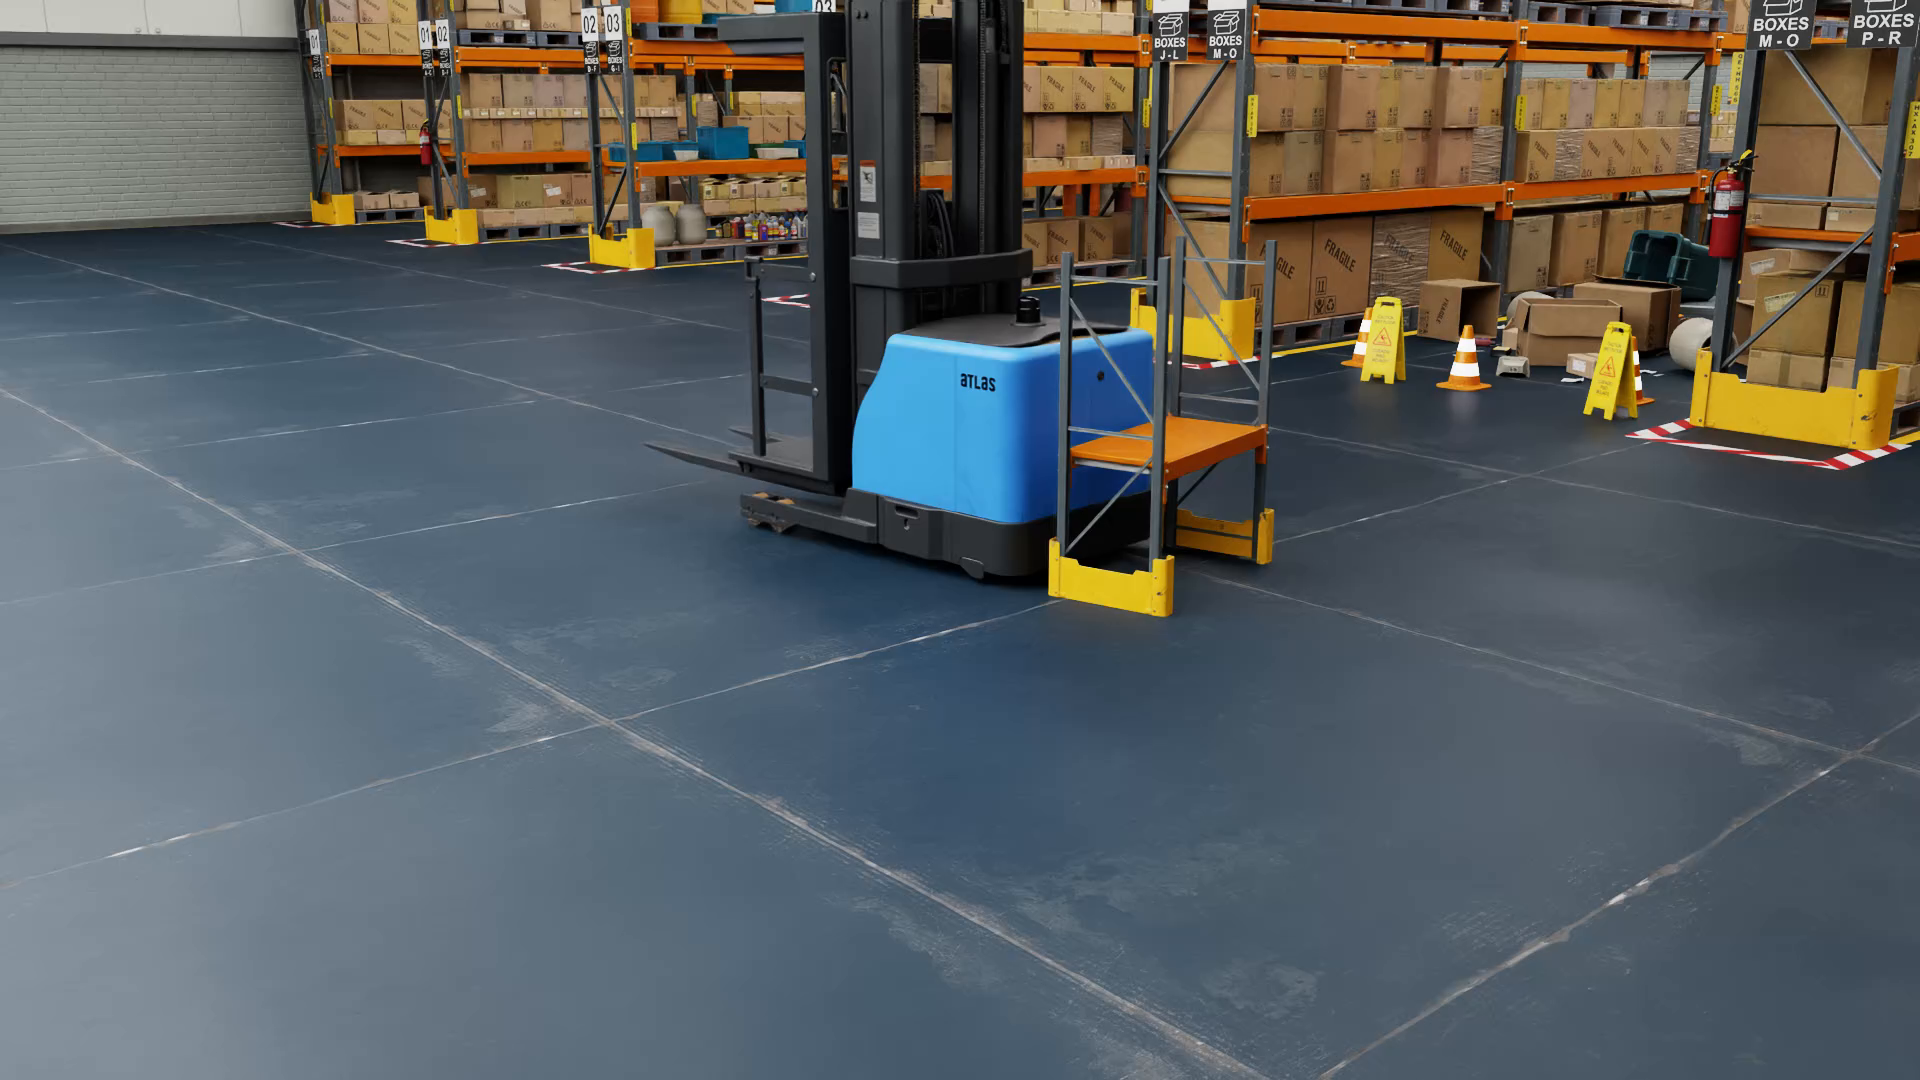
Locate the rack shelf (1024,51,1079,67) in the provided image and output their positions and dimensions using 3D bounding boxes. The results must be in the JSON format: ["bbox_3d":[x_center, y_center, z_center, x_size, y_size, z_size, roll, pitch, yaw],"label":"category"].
[{"bbox_3d":[0.094,-7.140,24.748,4.000,0.370,1.077,-13,19,-39],"label":"rack shelf"}]

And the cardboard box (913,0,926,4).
[{"bbox_3d":[-0.562,-5.653,17.308,0.250,0.149,0.380,-12,19,-38],"label":"cardboard box"}]

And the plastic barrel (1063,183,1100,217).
[{"bbox_3d":[1.961,-5.617,26.859,0.708,0.830,0.600,-13,19,-39],"label":"plastic barrel"}]

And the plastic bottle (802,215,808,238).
[{"bbox_3d":[-2.100,-4.380,23.114,0.185,0.351,0.144,-13,20,-40],"label":"plastic bottle"}]

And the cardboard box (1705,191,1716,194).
[{"bbox_3d":[9.533,-4.215,20.794,0.500,0.250,0.500,-12,19,-37],"label":"cardboard box"}]

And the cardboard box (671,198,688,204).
[{"bbox_3d":[-4.541,-5.665,28.161,0.500,0.250,0.500,-13,20,-40],"label":"cardboard box"}]

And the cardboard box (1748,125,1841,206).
[{"bbox_3d":[5.553,-2.466,10.898,0.500,0.500,0.500,-13,20,-40],"label":"cardboard box"}]

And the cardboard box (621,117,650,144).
[{"bbox_3d":[-5.388,-6.545,26.748,0.500,0.500,0.700,-13,20,-40],"label":"cardboard box"}]

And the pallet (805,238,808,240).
[{"bbox_3d":[-1.949,-4.246,23.738,1.213,0.211,1.003,-13,19,-39],"label":"pallet"}]

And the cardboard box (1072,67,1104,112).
[{"bbox_3d":[1.302,-5.195,19.180,0.500,0.500,0.500,-13,19,-39],"label":"cardboard box"}]

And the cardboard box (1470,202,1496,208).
[{"bbox_3d":[7.402,-5.154,25.037,0.875,0.875,1.225,-13,19,-39],"label":"cardboard box"}]

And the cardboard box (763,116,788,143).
[{"bbox_3d":[-3.298,-7.013,28.500,0.500,0.500,0.500,-13,19,-39],"label":"cardboard box"}]

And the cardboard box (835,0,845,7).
[{"bbox_3d":[-1.176,-5.734,17.612,0.250,0.149,0.380,-13,19,-39],"label":"cardboard box"}]

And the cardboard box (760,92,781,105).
[{"bbox_3d":[-3.984,-8.987,33.822,0.500,0.250,0.500,-13,20,-40],"label":"cardboard box"}]

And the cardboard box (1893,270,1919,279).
[{"bbox_3d":[6.524,-1.541,11.269,0.500,0.500,0.500,-14,20,-41],"label":"cardboard box"}]

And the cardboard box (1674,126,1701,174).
[{"bbox_3d":[7.870,-4.350,18.527,0.500,0.500,0.500,-13,19,-39],"label":"cardboard box"}]

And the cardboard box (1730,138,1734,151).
[{"bbox_3d":[8.910,-4.639,19.478,0.250,0.149,0.380,-11,19,-37],"label":"cardboard box"}]

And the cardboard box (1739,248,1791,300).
[{"bbox_3d":[7.151,-2.305,14.444,0.500,0.500,0.500,-13,19,-39],"label":"cardboard box"}]

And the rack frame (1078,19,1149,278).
[{"bbox_3d":[1.837,-4.735,20.164,0.127,3.000,1.000,-13,19,-39],"label":"rack frame"}]

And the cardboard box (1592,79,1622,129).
[{"bbox_3d":[6.537,-4.627,17.629,0.500,0.500,0.700,-13,20,-40],"label":"cardboard box"}]

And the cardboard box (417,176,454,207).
[{"bbox_3d":[-9.338,-6.266,29.887,0.500,0.500,0.700,-14,21,-43],"label":"cardboard box"}]

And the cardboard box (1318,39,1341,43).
[{"bbox_3d":[4.657,-6.661,21.853,0.500,0.250,0.500,-13,19,-39],"label":"cardboard box"}]

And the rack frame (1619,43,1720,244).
[{"bbox_3d":[8.034,-4.430,19.022,0.127,3.000,1.000,-13,19,-39],"label":"rack frame"}]

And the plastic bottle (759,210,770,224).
[{"bbox_3d":[-2.759,-4.472,23.460,0.185,0.351,0.144,-13,20,-40],"label":"plastic bottle"}]

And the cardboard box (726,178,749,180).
[{"bbox_3d":[-3.780,-6.107,28.730,0.500,0.311,0.500,-13,20,-40],"label":"cardboard box"}]

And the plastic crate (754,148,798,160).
[{"bbox_3d":[-2.473,-5.247,22.593,0.437,0.136,0.530,-13,19,-39],"label":"plastic crate"}]

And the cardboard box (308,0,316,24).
[{"bbox_3d":[-10.782,-9.064,28.390,0.500,0.500,0.500,-12,19,-37],"label":"cardboard box"}]

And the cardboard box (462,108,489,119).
[{"bbox_3d":[-7.244,-6.373,24.845,0.250,0.149,0.380,-13,20,-40],"label":"cardboard box"}]

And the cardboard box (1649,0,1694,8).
[{"bbox_3d":[7.727,-5.873,18.058,0.250,0.166,0.380,-13,19,-39],"label":"cardboard box"}]

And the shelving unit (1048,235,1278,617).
[{"bbox_3d":[0.932,-0.554,7.416,0.587,1.500,1.083,10,18,34],"label":"shelving unit"}]

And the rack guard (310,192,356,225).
[{"bbox_3d":[-10.878,-5.755,28.828,0.348,0.500,1.175,-13,19,-39],"label":"rack guard"}]

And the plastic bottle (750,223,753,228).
[{"bbox_3d":[-2.926,-4.318,23.174,0.097,0.201,0.097,0,15,0],"label":"plastic bottle"}]

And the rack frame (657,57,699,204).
[{"bbox_3d":[-4.663,-6.664,27.386,0.127,3.000,1.000,-13,19,-39],"label":"rack frame"}]

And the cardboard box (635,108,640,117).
[{"bbox_3d":[-5.309,-6.807,26.471,0.250,0.149,0.380,-13,20,-39],"label":"cardboard box"}]

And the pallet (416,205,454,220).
[{"bbox_3d":[-9.322,-5.952,30.125,1.213,0.211,1.003,-13,19,-39],"label":"pallet"}]

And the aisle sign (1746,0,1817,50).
[{"bbox_3d":[5.087,-3.430,10.241,0.004,0.787,0.394,-13,19,-39],"label":"aisle sign"}]

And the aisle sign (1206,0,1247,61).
[{"bbox_3d":[2.142,-4.260,13.349,0.004,0.787,0.394,-13,19,-39],"label":"aisle sign"}]

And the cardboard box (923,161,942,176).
[{"bbox_3d":[-0.410,-4.016,17.959,0.250,0.149,0.380,-13,19,-39],"label":"cardboard box"}]

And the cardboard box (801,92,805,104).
[{"bbox_3d":[-3.228,-9.161,34.470,0.500,0.250,0.500,-13,20,-40],"label":"cardboard box"}]

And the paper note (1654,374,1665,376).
[{"bbox_3d":[5.504,-1.299,13.093,0.123,0.001,0.032,-13,19,-39],"label":"paper note"}]

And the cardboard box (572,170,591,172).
[{"bbox_3d":[-5.973,-5.714,26.890,0.500,0.500,0.500,-13,19,-39],"label":"cardboard box"}]

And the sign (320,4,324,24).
[{"bbox_3d":[-10.579,-8.716,27.562,0.005,0.325,0.100,-13,19,-39],"label":"sign"}]

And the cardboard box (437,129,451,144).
[{"bbox_3d":[-9.206,-7.169,29.530,0.500,0.250,0.500,-12,19,-39],"label":"cardboard box"}]

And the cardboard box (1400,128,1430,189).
[{"bbox_3d":[3.861,-3.594,15.601,0.550,0.550,0.875,-13,19,-39],"label":"cardboard box"}]

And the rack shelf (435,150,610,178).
[{"bbox_3d":[-6.172,-5.978,26.211,4.000,0.370,1.077,-13,19,-39],"label":"rack shelf"}]

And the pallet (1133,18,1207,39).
[{"bbox_3d":[2.372,-6.177,20.115,1.003,0.211,1.213,-13,19,-39],"label":"pallet"}]

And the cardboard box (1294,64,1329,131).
[{"bbox_3d":[2.659,-3.835,14.413,0.550,0.550,0.875,-13,19,-39],"label":"cardboard box"}]

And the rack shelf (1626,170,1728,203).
[{"bbox_3d":[9.543,-4.421,20.383,4.000,0.370,1.077,-13,19,-39],"label":"rack shelf"}]

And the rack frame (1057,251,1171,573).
[{"bbox_3d":[0.636,-0.444,7.006,0.500,1.500,0.032,10,18,34],"label":"rack frame"}]

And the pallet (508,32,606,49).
[{"bbox_3d":[-6.210,-7.715,25.681,1.213,0.211,1.003,-13,19,-39],"label":"pallet"}]

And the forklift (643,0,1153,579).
[{"bbox_3d":[-0.484,-1.543,8.345,3.031,2.935,1.130,14,20,42],"label":"forklift"}]

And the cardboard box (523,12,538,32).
[{"bbox_3d":[-6.566,-8.004,25.677,0.500,0.311,0.500,-10,18,-33],"label":"cardboard box"}]
